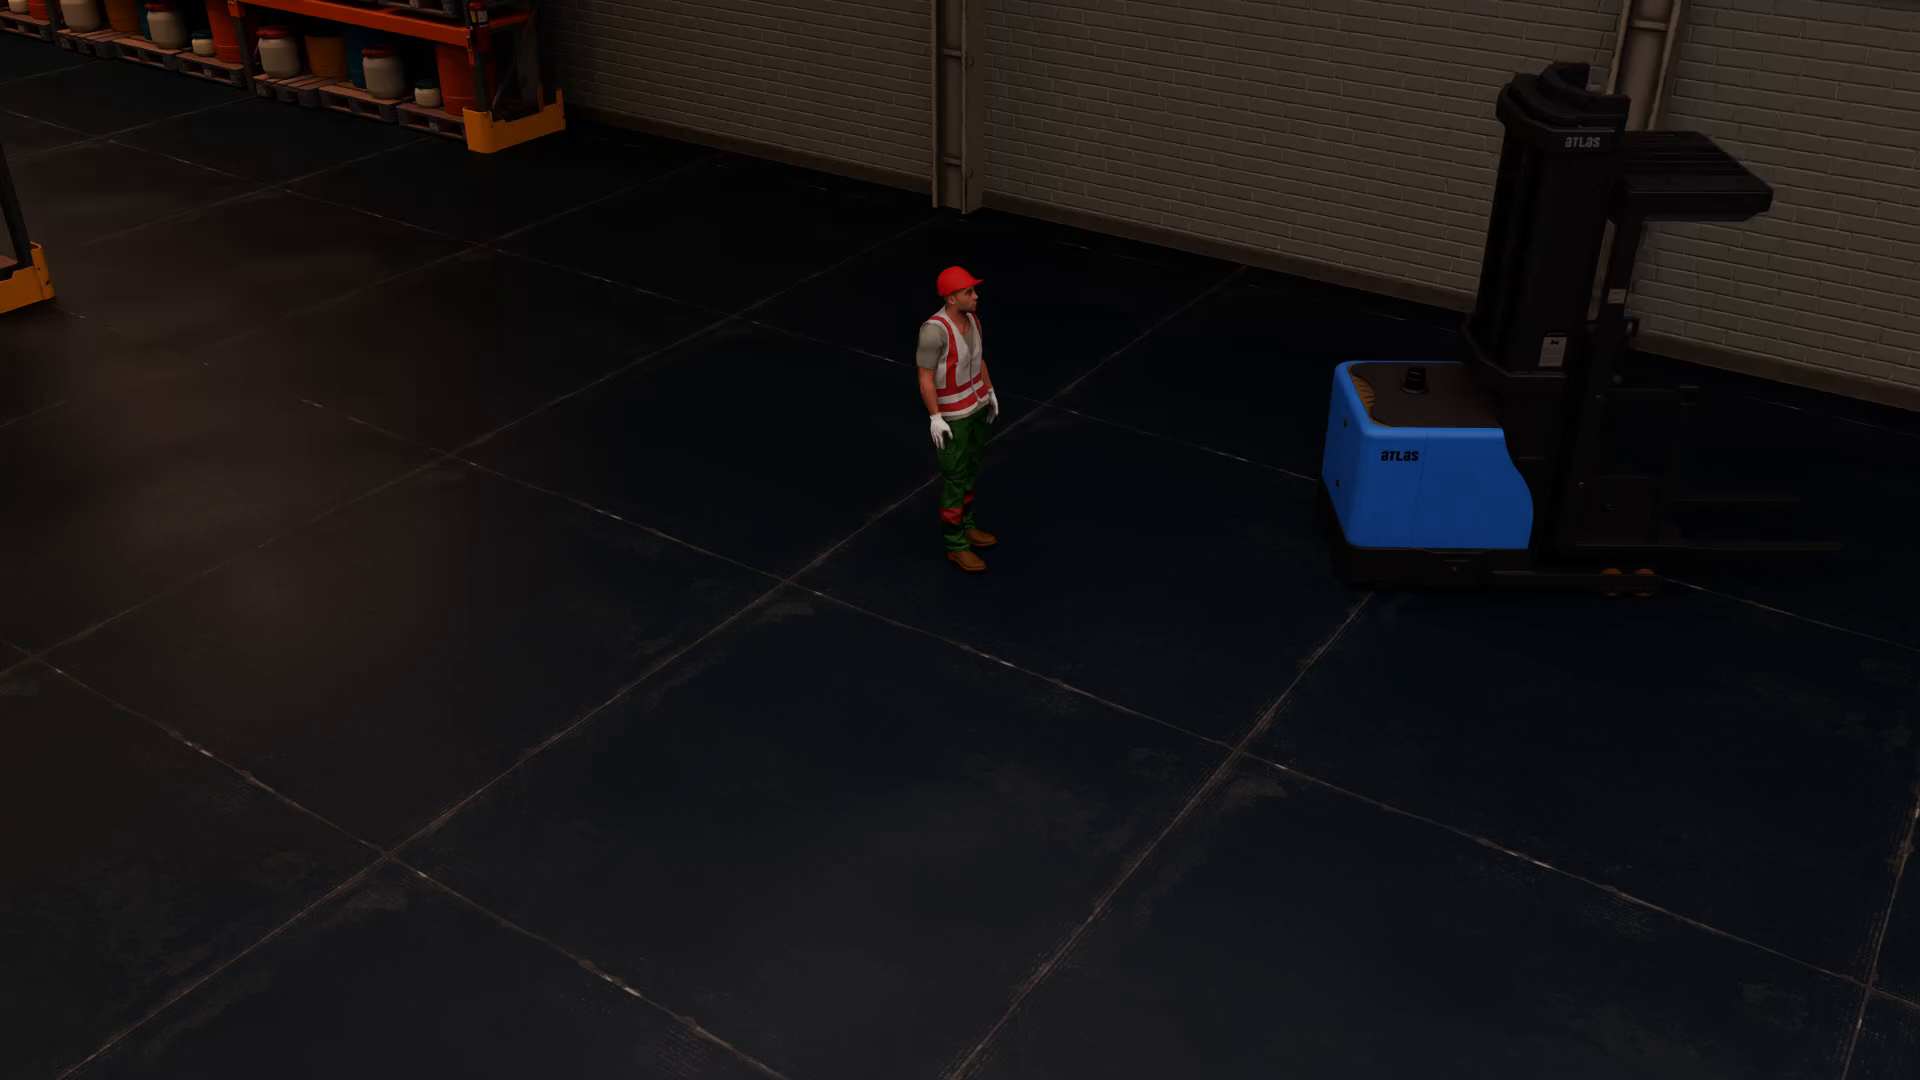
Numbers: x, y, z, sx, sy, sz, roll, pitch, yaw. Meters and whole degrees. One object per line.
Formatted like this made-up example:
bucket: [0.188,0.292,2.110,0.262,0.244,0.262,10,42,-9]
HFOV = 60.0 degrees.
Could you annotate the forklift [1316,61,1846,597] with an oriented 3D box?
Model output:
forklift: [3.804,-1.200,9.647,3.031,2.935,1.130,0,30,1]

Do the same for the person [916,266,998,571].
person: [0.060,-0.752,9.999,0.562,1.790,0.637,19,35,29]
